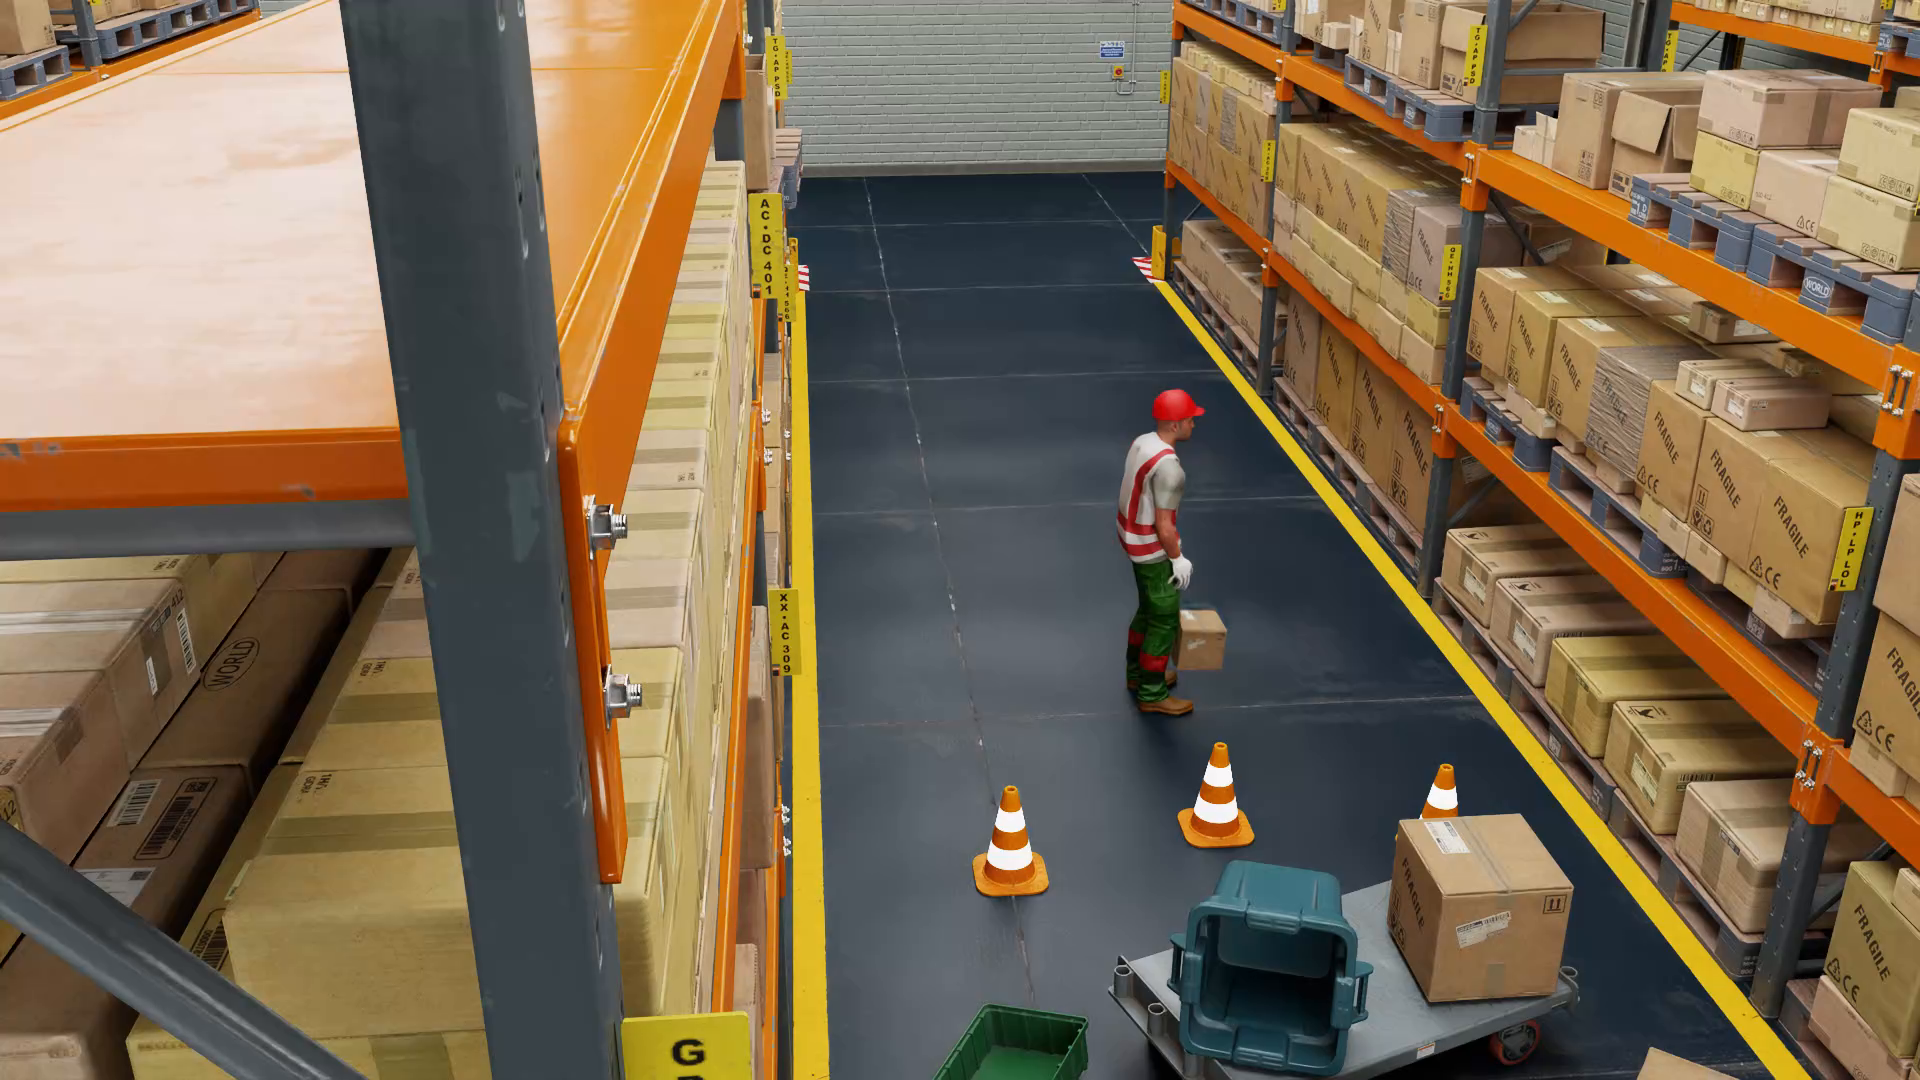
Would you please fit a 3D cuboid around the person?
[{"bbox_3d":[1.070,0.050,8.962,0.431,1.782,0.563,-3,24,-7],"label":"person"}]
